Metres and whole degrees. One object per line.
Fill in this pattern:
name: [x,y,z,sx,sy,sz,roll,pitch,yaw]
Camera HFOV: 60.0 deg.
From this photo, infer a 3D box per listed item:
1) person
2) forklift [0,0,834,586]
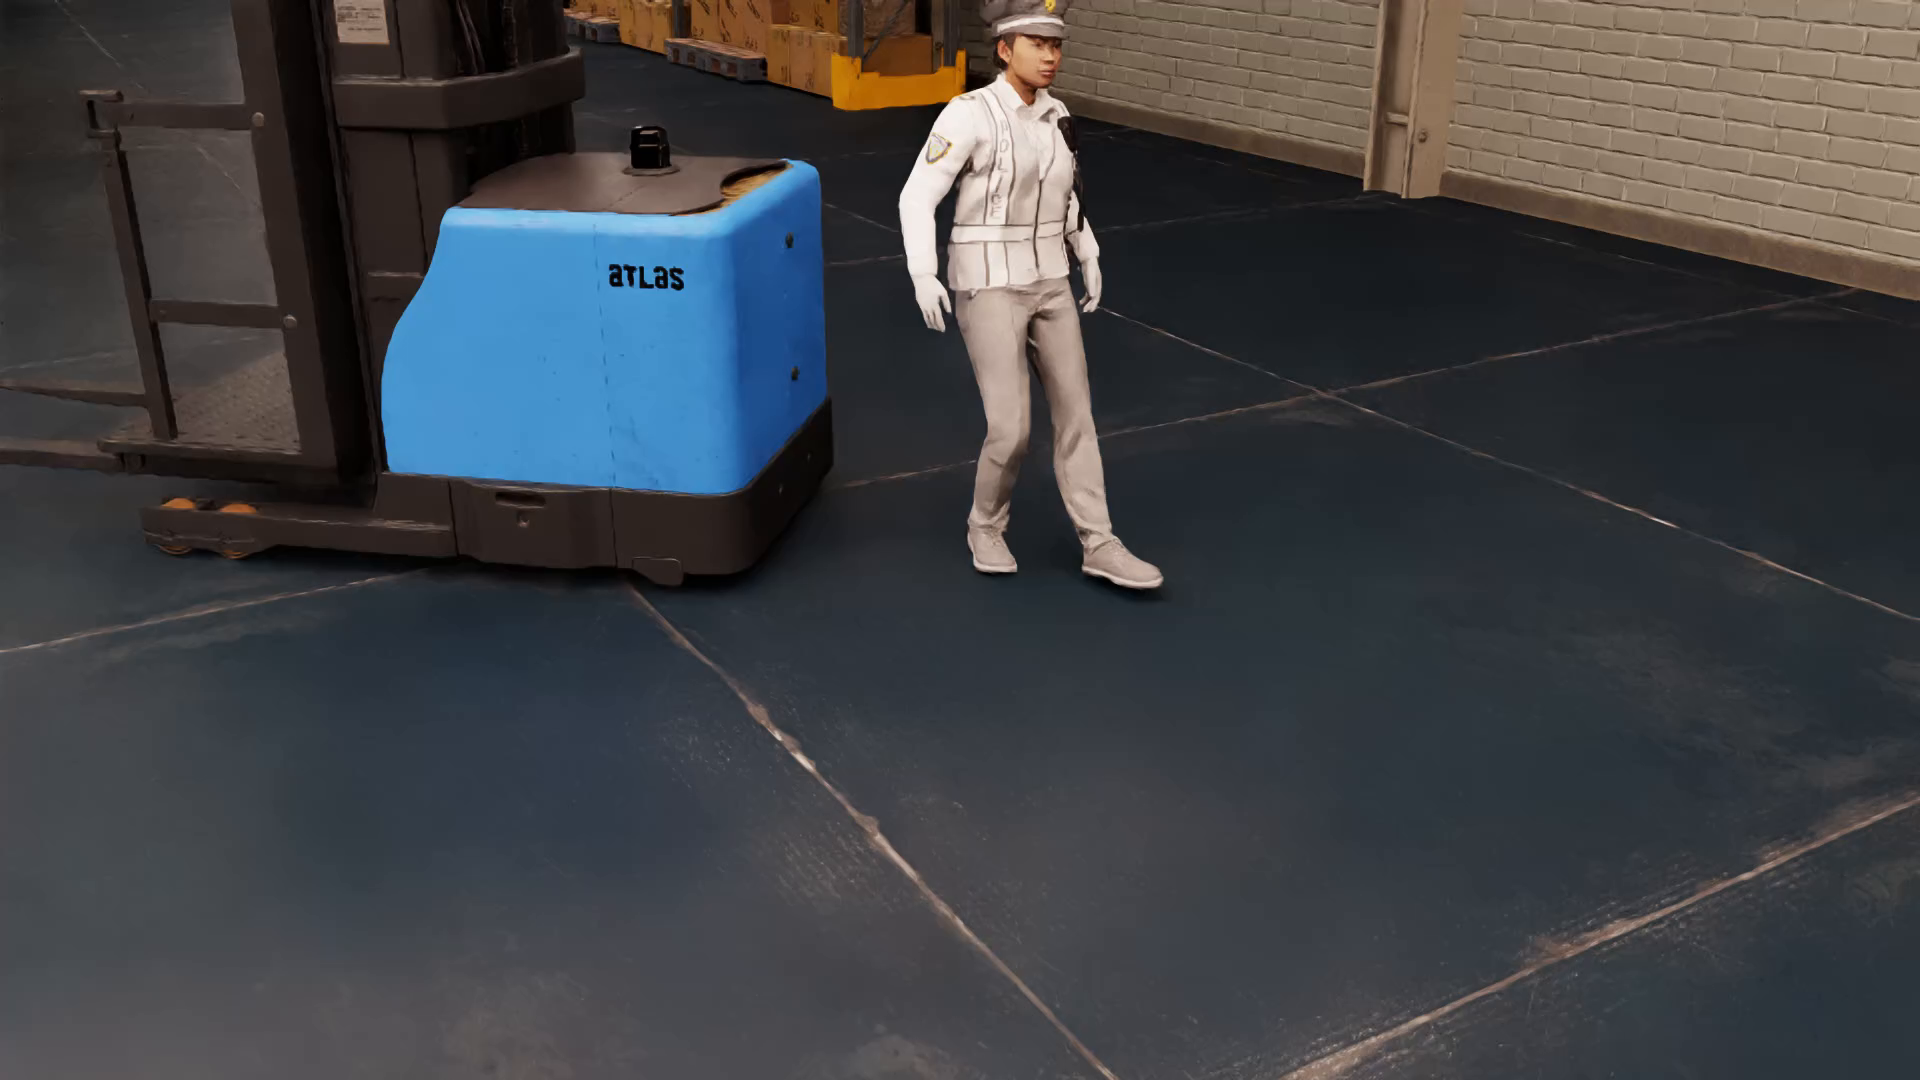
person: [0.257,-0.669,4.622,0.754,1.636,0.754,-16,27,-34]
forklift: [-1.992,-1.489,4.902,3.031,2.935,1.130,4,23,10]
